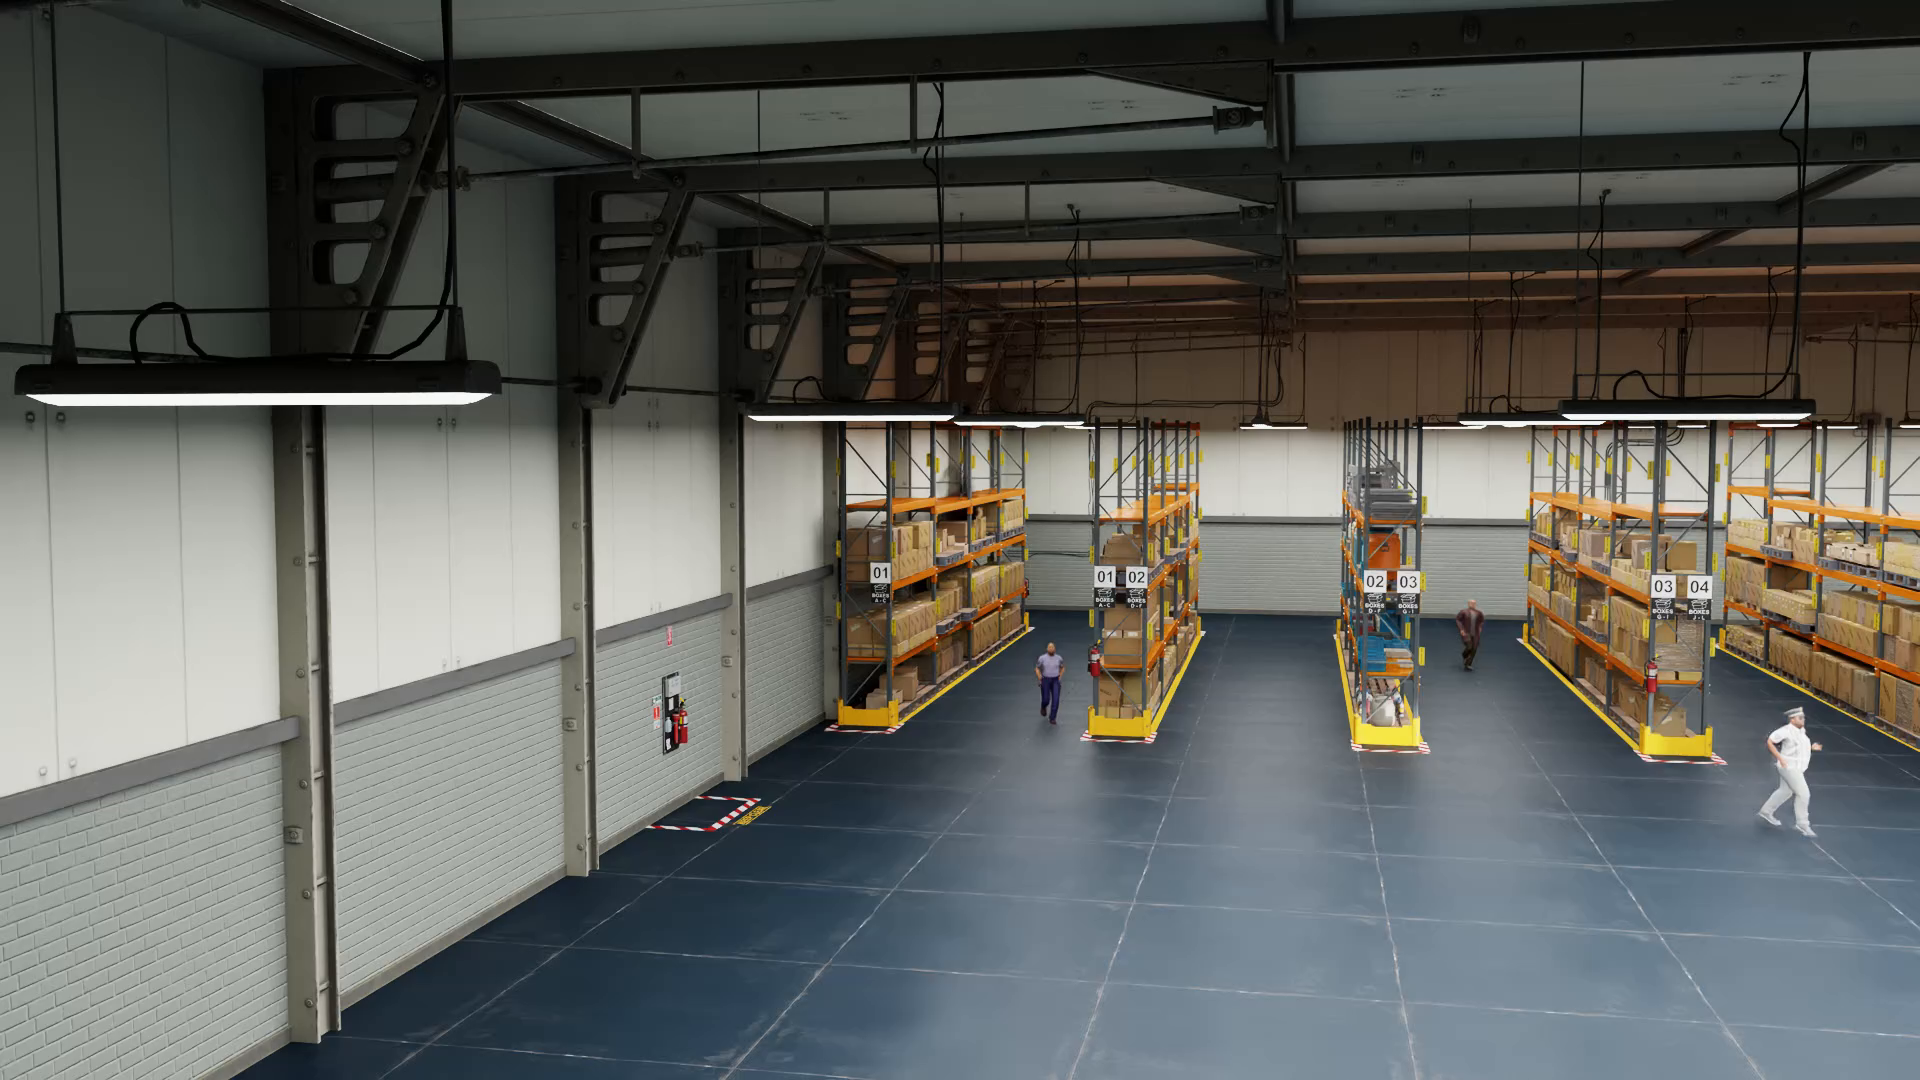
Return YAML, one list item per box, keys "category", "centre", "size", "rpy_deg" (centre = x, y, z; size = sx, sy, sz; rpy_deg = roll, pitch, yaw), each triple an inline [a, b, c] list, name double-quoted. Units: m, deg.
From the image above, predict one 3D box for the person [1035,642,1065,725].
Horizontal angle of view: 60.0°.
- category: "person"
  centre: [1.786, 2.805, 32.680]
  size: [0.599, 1.589, 0.597]
  rpy_deg: [0, 4, -4]

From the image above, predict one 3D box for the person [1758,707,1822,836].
- category: "person"
  centre: [11.936, 3.297, 23.882]
  size: [0.813, 1.848, 0.631]
  rpy_deg: [3, 5, 42]

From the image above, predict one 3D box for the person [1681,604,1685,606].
- category: "person"
  centre: [18.970, 2.080, 44.209]
  size: [0.618, 1.611, 0.696]
  rpy_deg: [3, 5, 42]

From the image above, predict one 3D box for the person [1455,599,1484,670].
- category: "person"
  centre: [12.273, 2.275, 39.900]
  size: [0.650, 1.717, 0.627]
  rpy_deg: [0, 4, -3]
